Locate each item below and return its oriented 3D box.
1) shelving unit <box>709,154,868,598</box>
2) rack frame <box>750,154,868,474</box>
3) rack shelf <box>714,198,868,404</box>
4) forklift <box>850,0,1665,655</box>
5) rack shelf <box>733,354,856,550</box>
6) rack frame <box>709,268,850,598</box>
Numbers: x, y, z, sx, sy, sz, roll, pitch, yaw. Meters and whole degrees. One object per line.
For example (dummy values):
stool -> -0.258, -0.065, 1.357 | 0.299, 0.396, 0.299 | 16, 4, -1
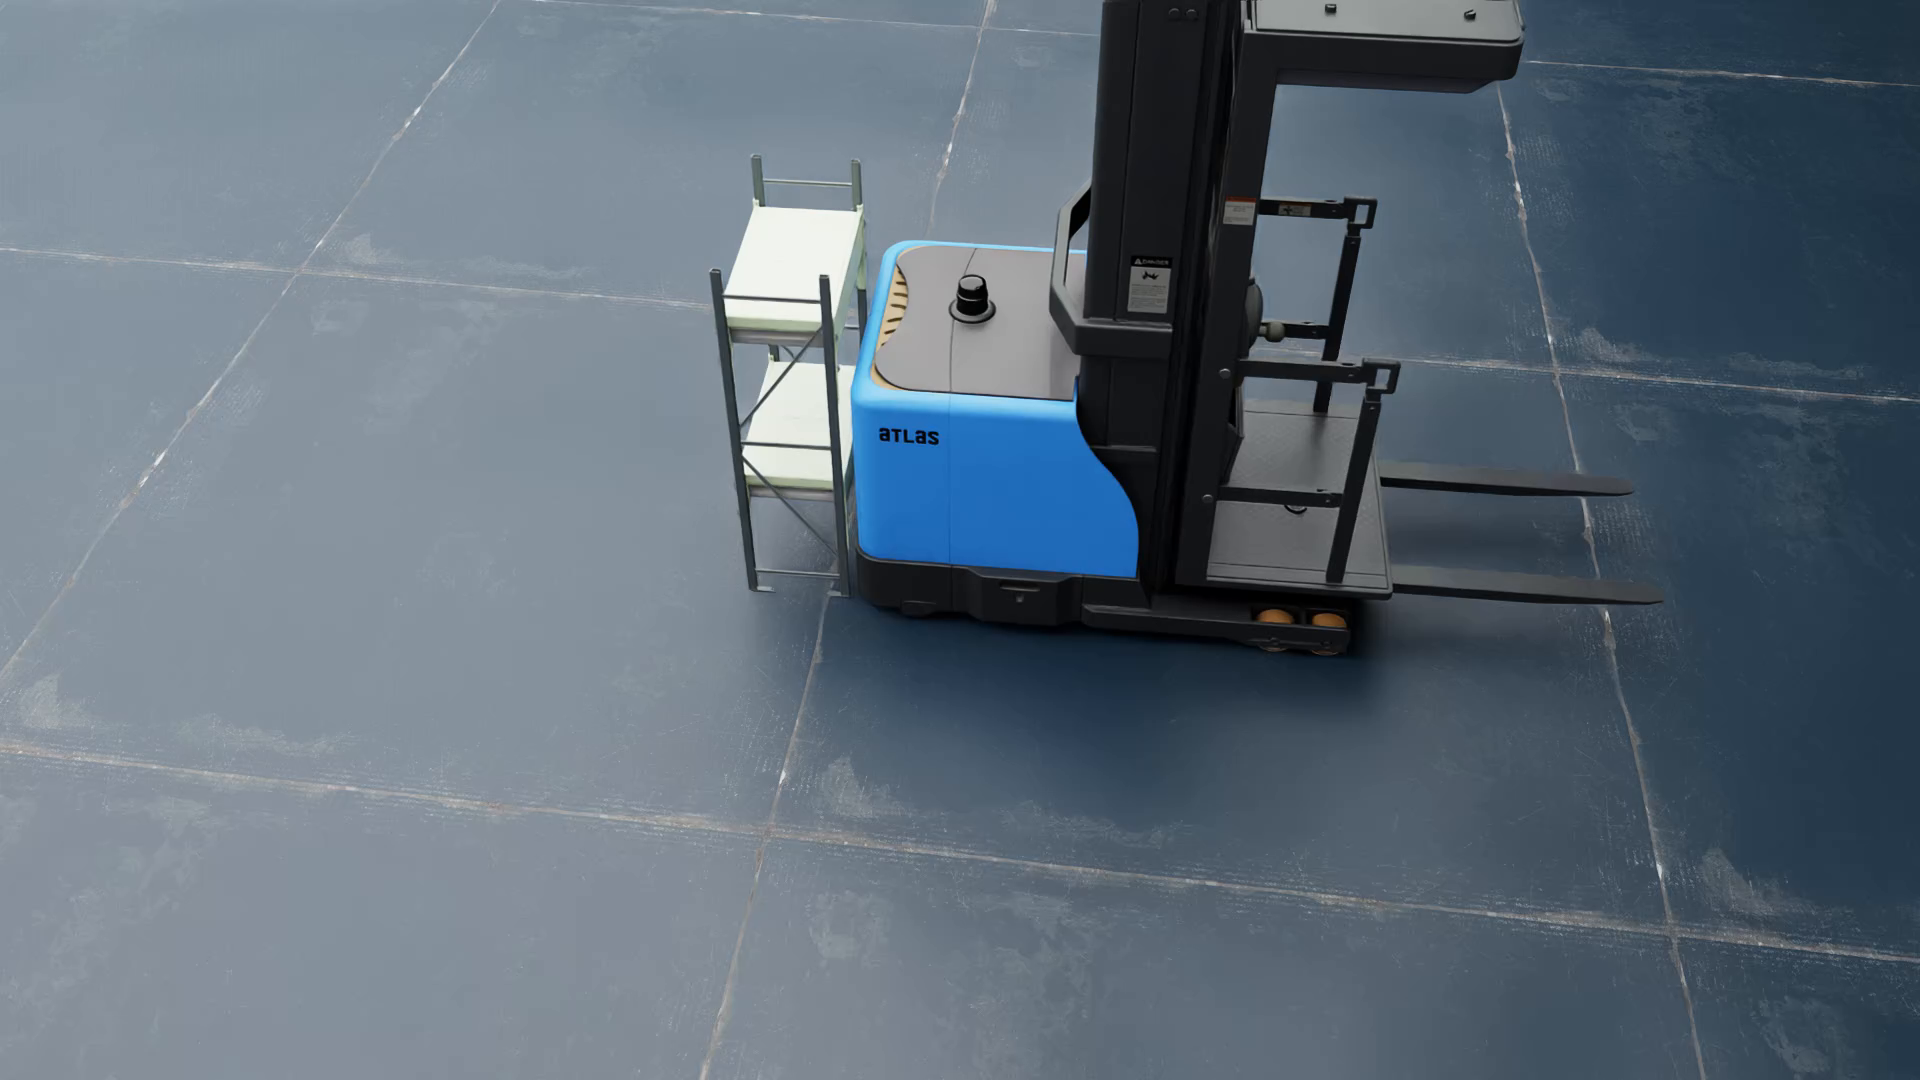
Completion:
shelving unit -> -0.596, -0.589, 6.282 | 0.431, 1.500, 0.755 | 4, 44, 4
rack frame -> -0.561, -0.840, 6.546 | 0.400, 1.500, 0.023 | 4, 44, 4
rack shelf -> -0.596, -0.873, 6.013 | 0.431, 0.370, 0.720 | 4, 44, 4
forklift -> 1.154, -1.015, 5.690 | 3.031, 2.935, 1.130 | 4, 44, 4
rack shelf -> -0.596, -0.353, 6.506 | 0.431, 0.370, 0.720 | 4, 44, 4
rack frame -> -0.631, -0.339, 6.017 | 0.400, 1.500, 0.023 | 4, 44, 4
